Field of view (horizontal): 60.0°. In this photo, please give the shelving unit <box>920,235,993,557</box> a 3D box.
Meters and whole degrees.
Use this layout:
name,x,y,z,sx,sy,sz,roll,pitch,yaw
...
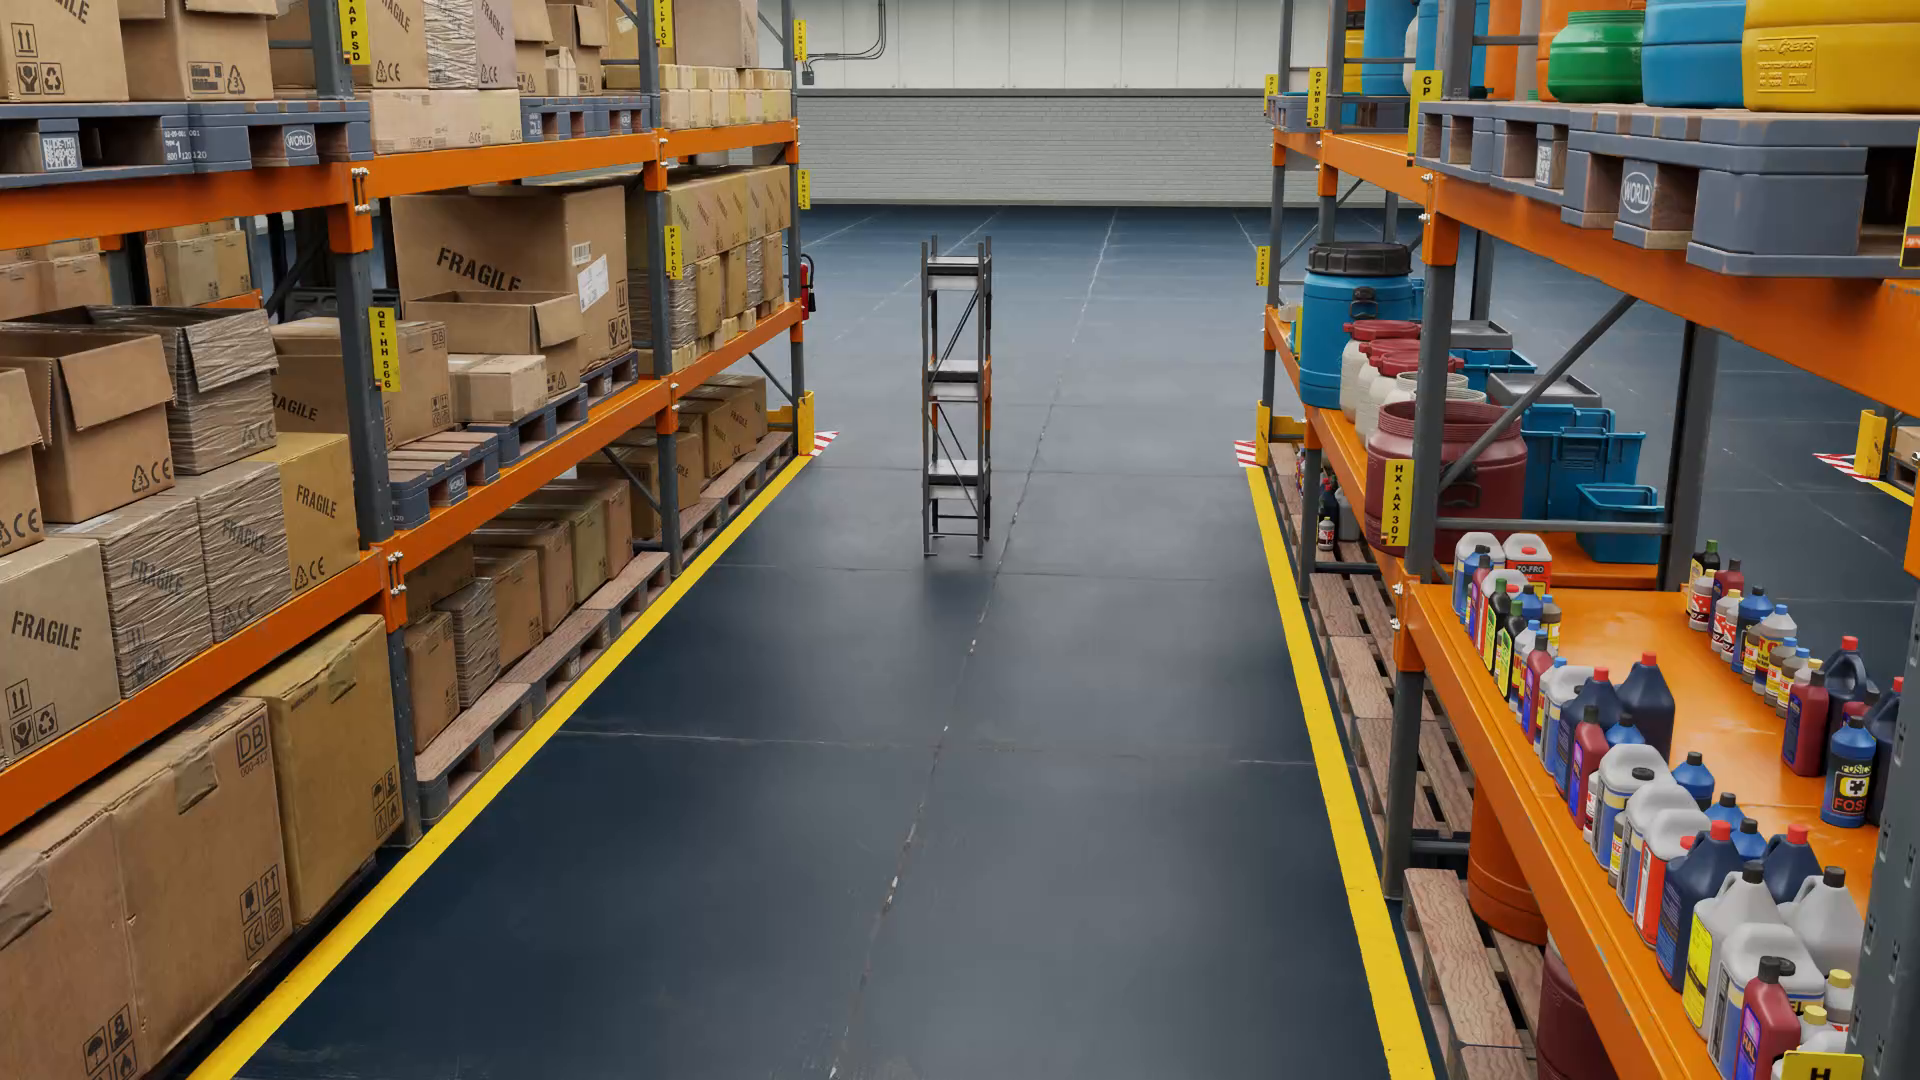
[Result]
name,x,y,z,sx,sy,sz,roll,pitch,yaw
shelving unit,-0.019,-0.971,11.229,0.431,2.100,0.503,2,15,6

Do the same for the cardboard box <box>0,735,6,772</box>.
name,x,y,z,sx,sy,sz,roll,pitch,yaw
cardboard box,-2.806,0.428,4.142,0.500,0.500,0.500,1,15,5

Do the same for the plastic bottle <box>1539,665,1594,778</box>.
name,x,y,z,sx,sy,sz,roll,pitch,yaw
plastic bottle,1.627,0.479,4.382,0.152,0.276,0.135,2,15,6

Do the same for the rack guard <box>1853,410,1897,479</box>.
name,x,y,z,sx,sy,sz,roll,pitch,yaw
rack guard,7.980,-0.771,13.556,1.175,0.500,0.348,2,15,6

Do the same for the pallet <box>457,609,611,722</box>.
name,x,y,z,sx,sy,sz,roll,pitch,yaw
pallet,-2.538,0.639,8.896,1.003,0.211,1.213,2,15,6

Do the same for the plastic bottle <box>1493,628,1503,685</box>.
name,x,y,z,sx,sy,sz,roll,pitch,yaw
plastic bottle,1.676,0.339,5.042,0.097,0.201,0.097,0,15,0

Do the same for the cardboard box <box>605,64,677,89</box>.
name,x,y,z,sx,sy,sz,roll,pitch,yaw
cardboard box,-1.974,-2.870,10.307,0.380,0.149,0.250,1,15,5

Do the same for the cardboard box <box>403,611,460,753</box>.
name,x,y,z,sx,sy,sz,roll,pitch,yaw
cardboard box,-2.712,0.631,7.530,0.700,0.500,0.500,1,15,3

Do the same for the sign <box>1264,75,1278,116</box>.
name,x,y,z,sx,sy,sz,roll,pitch,yaw
sign,2.510,-3.588,13.421,0.100,0.325,0.005,2,15,6

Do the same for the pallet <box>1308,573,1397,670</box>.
name,x,y,z,sx,sy,sz,roll,pitch,yaw
pallet,2.555,0.470,9.519,1.003,0.211,1.213,2,15,6

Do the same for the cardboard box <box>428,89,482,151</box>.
name,x,y,z,sx,sy,sz,roll,pitch,yaw
cardboard box,-2.404,-1.812,7.159,0.500,0.250,0.500,2,15,8

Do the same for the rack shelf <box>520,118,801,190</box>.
name,x,y,z,sx,sy,sz,roll,pitch,yaw
rack shelf,-2.091,-2.846,12.073,1.077,0.370,4.000,2,15,6

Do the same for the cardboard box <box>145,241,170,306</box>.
name,x,y,z,sx,sy,sz,roll,pitch,yaw
cardboard box,-7.007,-2.127,13.493,0.875,0.550,0.550,2,15,6

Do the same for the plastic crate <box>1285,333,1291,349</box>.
name,x,y,z,sx,sy,sz,roll,pitch,yaw
plastic crate,2.536,-1.382,11.532,0.530,0.136,0.437,2,15,6

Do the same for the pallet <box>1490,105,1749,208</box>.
name,x,y,z,sx,sy,sz,roll,pitch,yaw
pallet,1.818,-0.863,3.723,1.003,0.211,1.213,2,15,6

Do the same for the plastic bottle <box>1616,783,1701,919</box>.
name,x,y,z,sx,sy,sz,roll,pitch,yaw
plastic bottle,1.539,0.682,3.632,0.152,0.276,0.135,2,15,6

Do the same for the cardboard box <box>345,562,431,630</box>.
name,x,y,z,sx,sy,sz,roll,pitch,yaw
cardboard box,-2.722,0.268,7.433,0.500,0.250,0.500,2,15,9

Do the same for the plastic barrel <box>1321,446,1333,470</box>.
name,x,y,z,sx,sy,sz,roll,pitch,yaw
plastic barrel,3.001,-0.817,12.899,0.421,0.512,0.421,0,15,0

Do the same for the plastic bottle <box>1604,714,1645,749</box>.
name,x,y,z,sx,sy,sz,roll,pitch,yaw
plastic bottle,1.626,0.560,4.091,0.097,0.271,0.097,0,15,0

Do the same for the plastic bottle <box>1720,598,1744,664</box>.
name,x,y,z,sx,sy,sz,roll,pitch,yaw
plastic bottle,2.463,0.284,5.244,0.097,0.201,0.097,0,15,0

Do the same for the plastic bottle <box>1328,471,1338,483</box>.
name,x,y,z,sx,sy,sz,roll,pitch,yaw
plastic bottle,2.577,-0.330,11.497,0.061,0.283,0.133,2,15,6

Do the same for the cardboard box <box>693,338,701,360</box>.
name,x,y,z,sx,sy,sz,roll,pitch,yaw
cardboard box,-1.952,-1.283,11.140,0.380,0.149,0.250,2,15,6

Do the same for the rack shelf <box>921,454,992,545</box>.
name,x,y,z,sx,sy,sz,roll,pitch,yaw
rack shelf,-0.019,-0.282,11.415,0.431,0.518,0.480,2,15,6

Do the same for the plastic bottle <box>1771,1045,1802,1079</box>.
name,x,y,z,sx,sy,sz,roll,pitch,yaw
plastic bottle,1.411,0.947,2.793,0.097,0.201,0.097,0,15,0

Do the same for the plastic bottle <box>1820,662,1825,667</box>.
name,x,y,z,sx,sy,sz,roll,pitch,yaw
plastic bottle,2.403,0.427,4.561,0.061,0.283,0.133,2,15,6

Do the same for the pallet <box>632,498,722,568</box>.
name,x,y,z,sx,sy,sz,roll,pitch,yaw
pallet,-2.276,-0.056,11.465,1.003,0.211,1.213,2,15,6

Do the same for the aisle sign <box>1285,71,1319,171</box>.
name,x,y,z,sx,sy,sz,roll,pitch,yaw
aisle sign,2.773,-3.401,13.511,0.394,0.787,0.004,2,15,6

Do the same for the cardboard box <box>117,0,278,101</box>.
name,x,y,z,sx,sy,sz,roll,pitch,yaw
cardboard box,-2.765,-1.730,5.563,0.797,0.503,0.637,3,15,10

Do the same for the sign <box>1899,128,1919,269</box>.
name,x,y,z,sx,sy,sz,roll,pitch,yaw
sign,1.156,-0.475,1.909,0.100,0.325,0.005,2,15,6

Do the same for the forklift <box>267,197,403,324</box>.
name,x,y,z,sx,sy,sz,roll,pitch,yaw
forklift,-4.618,-1.655,12.166,1.130,2.935,3.031,3,15,10

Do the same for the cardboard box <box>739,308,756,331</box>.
name,x,y,z,sx,sy,sz,roll,pitch,yaw
cardboard box,-1.757,-1.671,12.576,0.380,0.149,0.250,2,15,6

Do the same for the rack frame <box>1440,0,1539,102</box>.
name,x,y,z,sx,sy,sz,roll,pitch,yaw
rack frame,2.153,-2.939,5.293,1.000,3.000,0.127,2,15,6

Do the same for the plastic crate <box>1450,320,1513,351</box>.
name,x,y,z,sx,sy,sz,roll,pitch,yaw
plastic crate,2.854,-0.977,9.407,0.402,0.464,0.583,2,15,6

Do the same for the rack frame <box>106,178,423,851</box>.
name,x,y,z,sx,sy,sz,roll,pitch,yaw
rack frame,-2.768,-0.189,6.616,1.000,3.000,0.127,2,15,6

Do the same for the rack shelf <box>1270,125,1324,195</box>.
name,x,y,z,sx,sy,sz,roll,pitch,yaw
rack shelf,2.830,-2.700,11.534,1.077,0.370,4.000,2,15,6

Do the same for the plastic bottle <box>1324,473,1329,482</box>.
name,x,y,z,sx,sy,sz,roll,pitch,yaw
plastic bottle,2.471,-0.330,11.509,0.152,0.276,0.135,2,15,7

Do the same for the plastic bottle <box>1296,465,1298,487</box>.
name,x,y,z,sx,sy,sz,roll,pitch,yaw
plastic bottle,2.530,-0.492,12.253,0.097,0.201,0.097,0,15,0

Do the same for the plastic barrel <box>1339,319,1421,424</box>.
name,x,y,z,sx,sy,sz,roll,pitch,yaw
plastic barrel,2.279,-0.905,9.001,0.433,0.535,0.433,0,15,0

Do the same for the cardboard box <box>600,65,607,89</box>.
name,x,y,z,sx,sy,sz,roll,pitch,yaw
cardboard box,-2.446,-2.954,10.618,0.380,0.149,0.250,2,15,7

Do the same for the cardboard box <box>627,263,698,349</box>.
name,x,y,z,sx,sy,sz,roll,pitch,yaw
cardboard box,-2.204,-1.534,10.826,0.875,0.500,0.500,2,15,6

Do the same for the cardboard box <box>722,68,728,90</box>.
name,x,y,z,sx,sy,sz,roll,pitch,yaw
cardboard box,-1.869,-3.277,11.812,0.380,0.149,0.250,2,15,8

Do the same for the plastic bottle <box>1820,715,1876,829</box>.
name,x,y,z,sx,sy,sz,roll,pitch,yaw
plastic bottle,2.182,0.563,4.080,0.097,0.271,0.097,0,15,0

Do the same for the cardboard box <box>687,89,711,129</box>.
name,x,y,z,sx,sy,sz,roll,pitch,yaw
cardboard box,-1.957,-2.849,10.992,0.500,0.250,0.500,2,15,6

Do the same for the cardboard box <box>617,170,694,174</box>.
name,x,y,z,sx,sy,sz,roll,pitch,yaw
cardboard box,-2.317,-2.545,12.650,0.500,0.500,0.500,2,15,6

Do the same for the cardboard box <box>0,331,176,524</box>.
name,x,y,z,sx,sy,sz,roll,pitch,yaw
cardboard box,-2.943,-0.364,5.148,0.797,0.503,0.637,2,15,8

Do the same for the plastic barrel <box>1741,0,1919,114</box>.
name,x,y,z,sx,sy,sz,roll,pitch,yaw
plastic barrel,1.603,-0.990,2.666,0.600,0.588,0.600,0,15,0

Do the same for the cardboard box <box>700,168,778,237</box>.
name,x,y,z,sx,sy,sz,roll,pitch,yaw
cardboard box,-1.732,-2.659,13.072,0.500,0.500,0.500,2,15,6

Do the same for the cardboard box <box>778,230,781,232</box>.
name,x,y,z,sx,sy,sz,roll,pitch,yaw
cardboard box,-1.955,-2.314,13.713,0.875,0.500,0.500,2,15,6

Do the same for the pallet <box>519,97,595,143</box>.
name,x,y,z,sx,sy,sz,roll,pitch,yaw
pallet,-2.606,-2.158,8.510,1.213,0.211,1.003,2,15,6

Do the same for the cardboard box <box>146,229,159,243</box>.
name,x,y,z,sx,sy,sz,roll,pitch,yaw
cardboard box,-7.031,-2.649,13.354,0.875,0.550,0.550,2,15,6

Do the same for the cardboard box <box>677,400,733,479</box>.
name,x,y,z,sx,sy,sz,roll,pitch,yaw
cardboard box,-2.075,-0.781,12.788,0.500,0.500,0.500,3,15,11

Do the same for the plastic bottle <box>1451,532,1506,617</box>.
name,x,y,z,sx,sy,sz,roll,pitch,yaw
plastic bottle,1.783,0.119,5.713,0.152,0.276,0.135,2,15,6

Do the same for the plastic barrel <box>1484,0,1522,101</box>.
name,x,y,z,sx,sy,sz,roll,pitch,yaw
plastic barrel,2.535,-2.075,7.020,0.600,0.830,0.708,2,15,6
